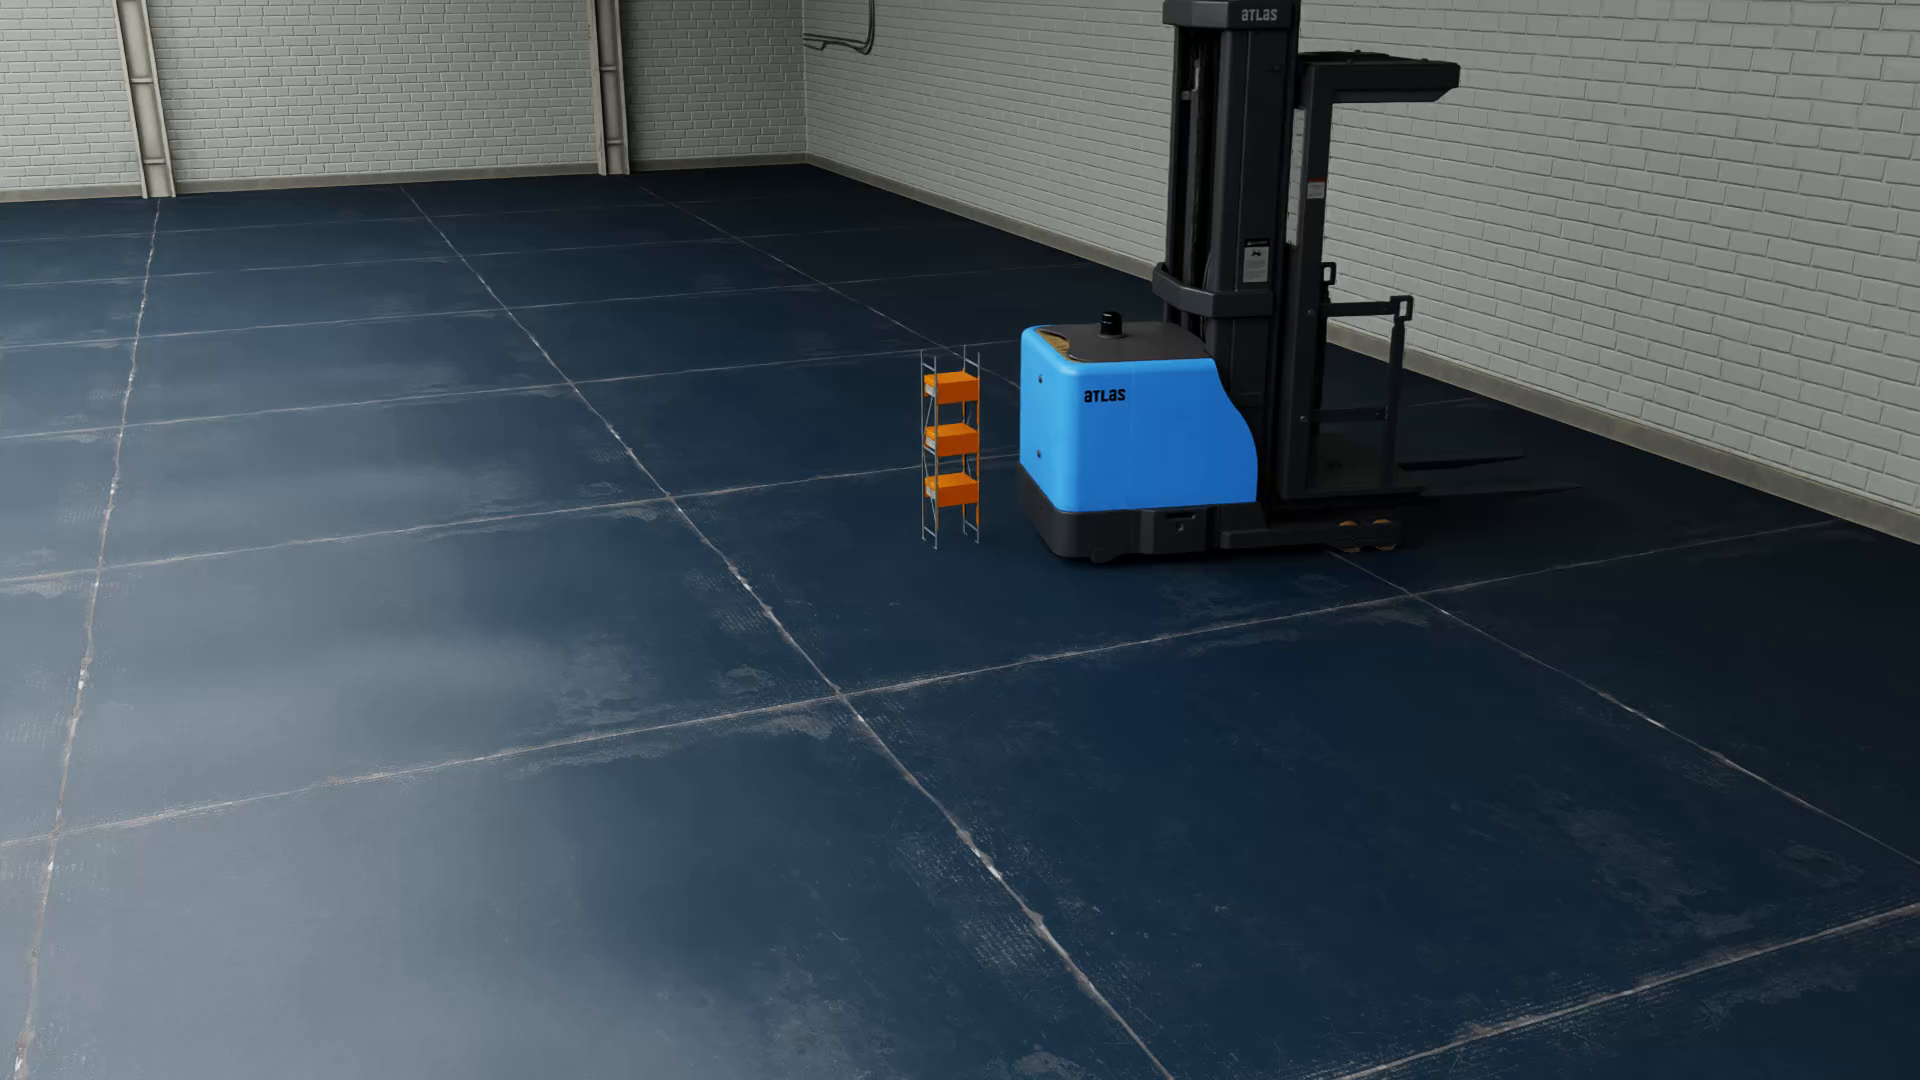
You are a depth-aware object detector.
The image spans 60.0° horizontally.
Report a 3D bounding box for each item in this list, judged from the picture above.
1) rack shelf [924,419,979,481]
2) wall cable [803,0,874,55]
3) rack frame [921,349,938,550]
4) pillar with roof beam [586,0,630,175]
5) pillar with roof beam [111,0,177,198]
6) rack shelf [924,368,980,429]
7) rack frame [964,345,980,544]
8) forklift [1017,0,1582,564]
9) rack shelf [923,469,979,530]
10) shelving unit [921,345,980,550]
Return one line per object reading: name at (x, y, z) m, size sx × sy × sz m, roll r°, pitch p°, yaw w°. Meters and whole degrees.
rack shelf at (-0.049, -0.478, 8.831) m, size 0.240 × 0.259 × 0.215 m, roll -8°, pitch 21°, yaw -22°
wall cable at (-1.784, -8.078, 23.091) m, size 0.112 × 2.526 × 3.097 m, roll -8°, pitch 21°, yaw -22°
rack frame at (-0.161, -0.472, 8.782) m, size 0.008 × 1.050 × 0.200 m, roll -8°, pitch 21°, yaw -22°
pillar with roof beam at (-3.308, -8.246, 18.891) m, size 0.400 × 9.000 × 9.100 m, roll -8°, pitch 21°, yaw -22°
pillar with roof beam at (-8.817, -7.456, 16.650) m, size 0.400 × 9.000 × 9.100 m, roll -8°, pitch 21°, yaw -22°
rack shelf at (-0.049, -0.746, 8.737) m, size 0.240 × 0.259 × 0.215 m, roll -8°, pitch 21°, yaw -22°
rack frame at (0.063, -0.504, 8.873) m, size 0.008 × 1.050 × 0.200 m, roll -8°, pitch 21°, yaw -22°
forklift at (1.890, -1.482, 8.819) m, size 3.031 × 2.935 × 1.130 m, roll -4°, pitch 20°, yaw -10°
rack shelf at (-0.049, -0.216, 8.924) m, size 0.240 × 0.259 × 0.215 m, roll -8°, pitch 21°, yaw -22°
shelving unit at (-0.049, -0.488, 8.828) m, size 0.252 × 1.050 × 0.215 m, roll -8°, pitch 21°, yaw -22°
